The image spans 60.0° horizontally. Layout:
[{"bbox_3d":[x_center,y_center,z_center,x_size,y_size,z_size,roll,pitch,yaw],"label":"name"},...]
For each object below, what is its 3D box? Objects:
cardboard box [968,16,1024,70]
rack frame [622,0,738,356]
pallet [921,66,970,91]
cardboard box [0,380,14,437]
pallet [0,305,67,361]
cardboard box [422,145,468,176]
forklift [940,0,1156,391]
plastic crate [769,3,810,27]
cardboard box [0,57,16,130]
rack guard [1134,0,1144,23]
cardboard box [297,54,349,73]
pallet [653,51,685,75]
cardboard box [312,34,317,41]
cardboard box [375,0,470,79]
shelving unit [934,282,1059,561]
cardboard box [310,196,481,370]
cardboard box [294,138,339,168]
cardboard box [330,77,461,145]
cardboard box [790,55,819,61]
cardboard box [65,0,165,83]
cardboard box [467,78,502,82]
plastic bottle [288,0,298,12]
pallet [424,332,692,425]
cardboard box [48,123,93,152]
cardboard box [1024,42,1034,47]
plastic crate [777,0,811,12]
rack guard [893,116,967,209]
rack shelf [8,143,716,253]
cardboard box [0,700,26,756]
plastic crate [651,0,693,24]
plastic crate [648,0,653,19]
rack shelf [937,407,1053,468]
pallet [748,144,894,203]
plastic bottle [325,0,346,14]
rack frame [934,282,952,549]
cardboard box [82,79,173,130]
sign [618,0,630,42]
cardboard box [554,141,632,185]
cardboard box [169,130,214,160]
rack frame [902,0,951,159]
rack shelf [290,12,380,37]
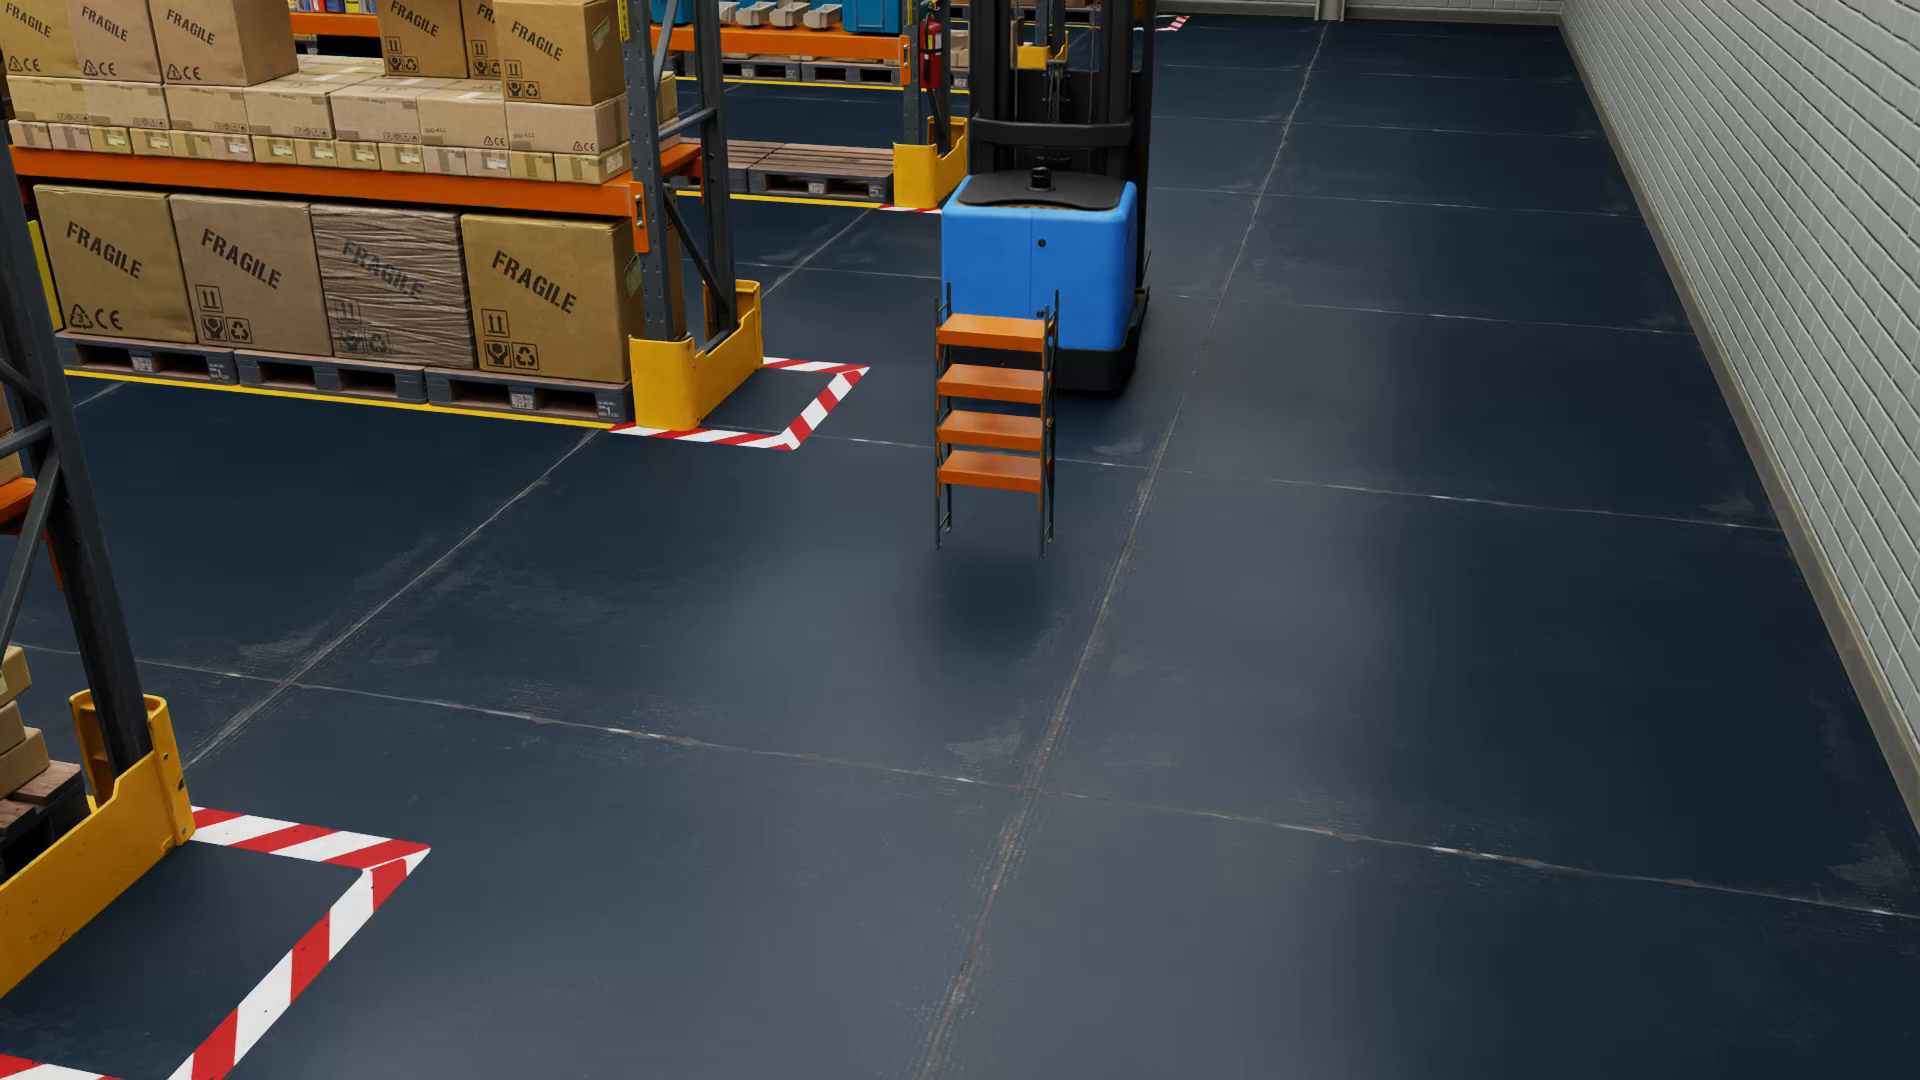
[{"bbox_3d":[0.388,-5.348,17.890,0.500,0.500,0.500,6,26,13],"label":"cardboard box"},{"bbox_3d":[-1.495,-2.199,8.878,0.127,3.000,1.000,6,26,13],"label":"rack frame"},{"bbox_3d":[0.130,-5.156,18.335,1.213,0.211,1.003,6,26,13],"label":"pallet"},{"bbox_3d":[-3.194,-0.487,4.821,0.500,0.500,0.500,8,26,15],"label":"cardboard box"},{"bbox_3d":[-6.135,-1.419,10.485,1.213,0.211,1.003,6,26,13],"label":"pallet"},{"bbox_3d":[-2.659,-2.068,8.896,0.250,0.149,0.380,7,26,14],"label":"cardboard box"},{"bbox_3d":[0.641,-2.765,10.147,1.130,2.935,3.031,4,26,9],"label":"forklift"},{"bbox_3d":[-1.373,-4.218,13.356,0.243,0.136,0.396,6,26,13],"label":"plastic crate"},{"bbox_3d":[-5.890,-2.608,9.623,0.500,0.500,0.500,6,26,13],"label":"cardboard box"},{"bbox_3d":[2.229,-7.254,22.405,0.348,0.500,1.175,6,26,13],"label":"rack guard"},{"bbox_3d":[-3.880,-2.646,9.648,0.500,0.250,0.500,7,26,14],"label":"cardboard box"},{"bbox_3d":[-3.695,-5.563,19.189,1.213,0.211,1.003,6,26,13],"label":"pallet"},{"bbox_3d":[-7.342,-6.082,19.745,0.500,0.250,0.500,7,26,14],"label":"cardboard box"},{"bbox_3d":[-2.880,-2.874,9.253,0.500,0.500,0.500,6,26,12],"label":"cardboard box"},{"bbox_3d":[0.160,-0.524,7.455,0.503,1.200,0.258,6,26,13],"label":"shelving unit"},{"bbox_3d":[-3.016,-1.561,9.524,0.875,0.875,0.875,6,26,13],"label":"cardboard box"},{"bbox_3d":[-3.402,-2.150,9.069,0.250,0.149,0.380,7,26,14],"label":"cardboard box"},{"bbox_3d":[-3.014,-2.315,8.952,0.500,0.250,0.500,5,26,11],"label":"cardboard box"},{"bbox_3d":[-1.705,-5.446,18.485,0.250,0.166,0.380,6,26,13],"label":"cardboard box"},{"bbox_3d":[-4.494,-2.818,9.136,0.500,0.500,0.500,6,26,13],"label":"cardboard box"},{"bbox_3d":[-2.398,-2.482,9.302,0.500,0.250,0.500,6,26,12],"label":"cardboard box"},{"bbox_3d":[-5.689,-4.615,14.186,0.097,0.201,0.097,0,25,0],"label":"plastic bottle"},{"bbox_3d":[-2.289,-0.993,9.589,1.213,0.211,1.003,6,26,13],"label":"pallet"},{"bbox_3d":[-4.911,-2.315,9.416,0.250,0.149,0.380,5,26,11],"label":"cardboard box"},{"bbox_3d":[0.656,-5.422,18.453,0.250,0.149,0.380,6,26,13],"label":"cardboard box"},{"bbox_3d":[-1.365,-4.474,13.894,0.298,0.136,0.250,6,26,13],"label":"plastic crate"},{"bbox_3d":[-0.235,-3.135,13.753,0.348,0.500,1.175,6,26,13],"label":"rack guard"},{"bbox_3d":[-3.432,-2.088,9.483,4.000,0.370,1.077,6,26,13],"label":"rack shelf"},{"bbox_3d":[-3.271,0.656,5.365,0.250,0.149,0.380,7,26,15],"label":"cardboard box"},{"bbox_3d":[-2.314,-4.325,13.470,0.300,0.233,0.416,6,26,13],"label":"plastic crate"},{"bbox_3d":[-2.702,-4.422,13.617,0.530,0.282,0.437,6,26,13],"label":"plastic crate"},{"bbox_3d":[0.160,-0.463,7.484,0.480,0.148,0.258,6,26,13],"label":"rack shelf"},{"bbox_3d":[-1.050,-3.106,14.028,1.213,0.211,1.003,6,26,13],"label":"pallet"},{"bbox_3d":[-5.286,-4.649,14.082,0.185,0.351,0.144,6,26,13],"label":"plastic bottle"},{"bbox_3d":[-0.076,-0.550,7.510,0.015,1.200,0.240,6,26,13],"label":"rack frame"},{"bbox_3d":[-4.499,-2.479,9.295,0.500,0.250,0.500,6,26,13],"label":"cardboard box"},{"bbox_3d":[-1.643,-2.604,8.107,0.005,0.325,0.100,6,26,13],"label":"sign"},{"bbox_3d":[-1.922,-1.986,8.725,0.250,0.149,0.380,7,26,14],"label":"cardboard box"},{"bbox_3d":[-4.153,-2.232,9.242,0.250,0.149,0.380,6,26,12],"label":"cardboard box"},{"bbox_3d":[-0.261,-4.261,13.210,0.127,3.000,1.000,6,26,13],"label":"rack frame"},{"bbox_3d":[-6.072,-4.578,14.713,4.000,0.370,1.077,6,26,13],"label":"rack shelf"}]
